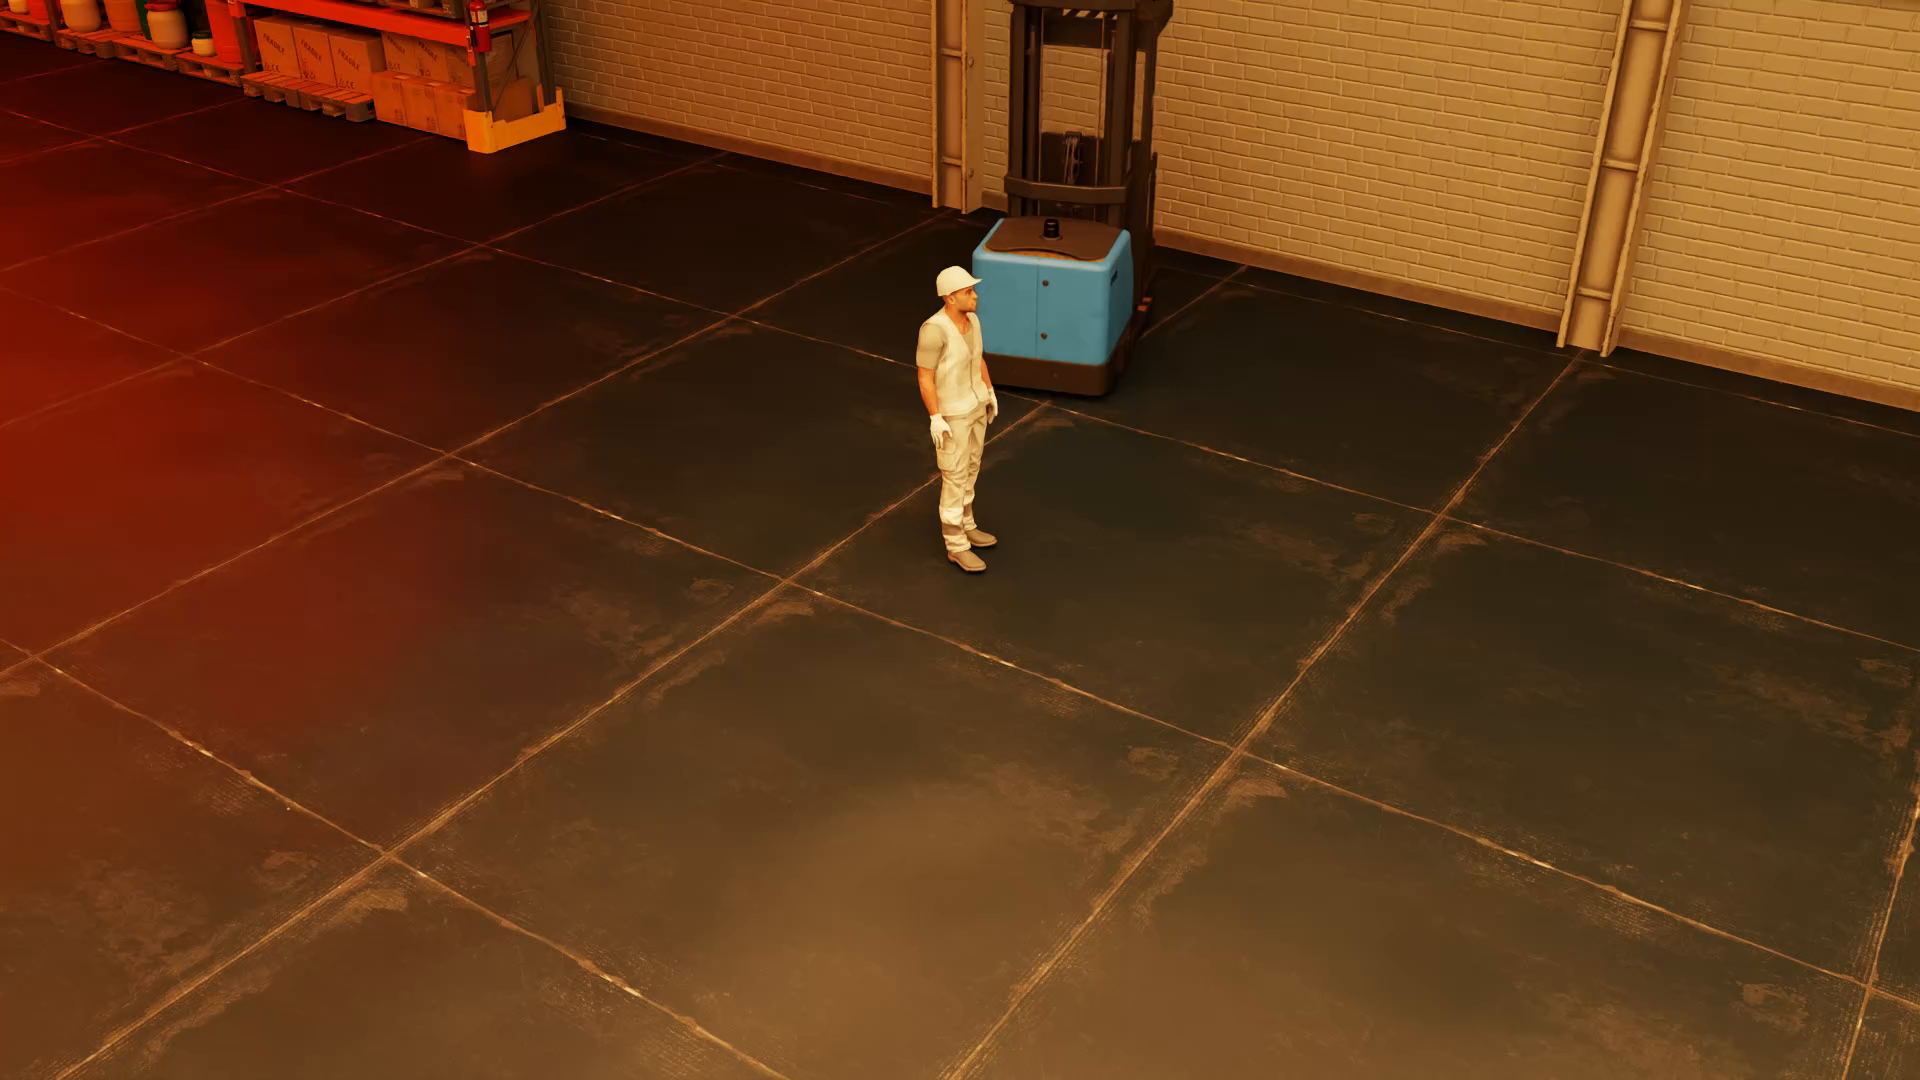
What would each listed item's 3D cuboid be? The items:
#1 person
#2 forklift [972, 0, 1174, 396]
[{"bbox_3d":[0.061,-0.752,10.001,0.562,1.789,0.638,19,35,29],"label":"person"},{"bbox_3d":[0.973,-3.050,12.833,1.130,2.935,3.031,8,31,14],"label":"forklift"}]
